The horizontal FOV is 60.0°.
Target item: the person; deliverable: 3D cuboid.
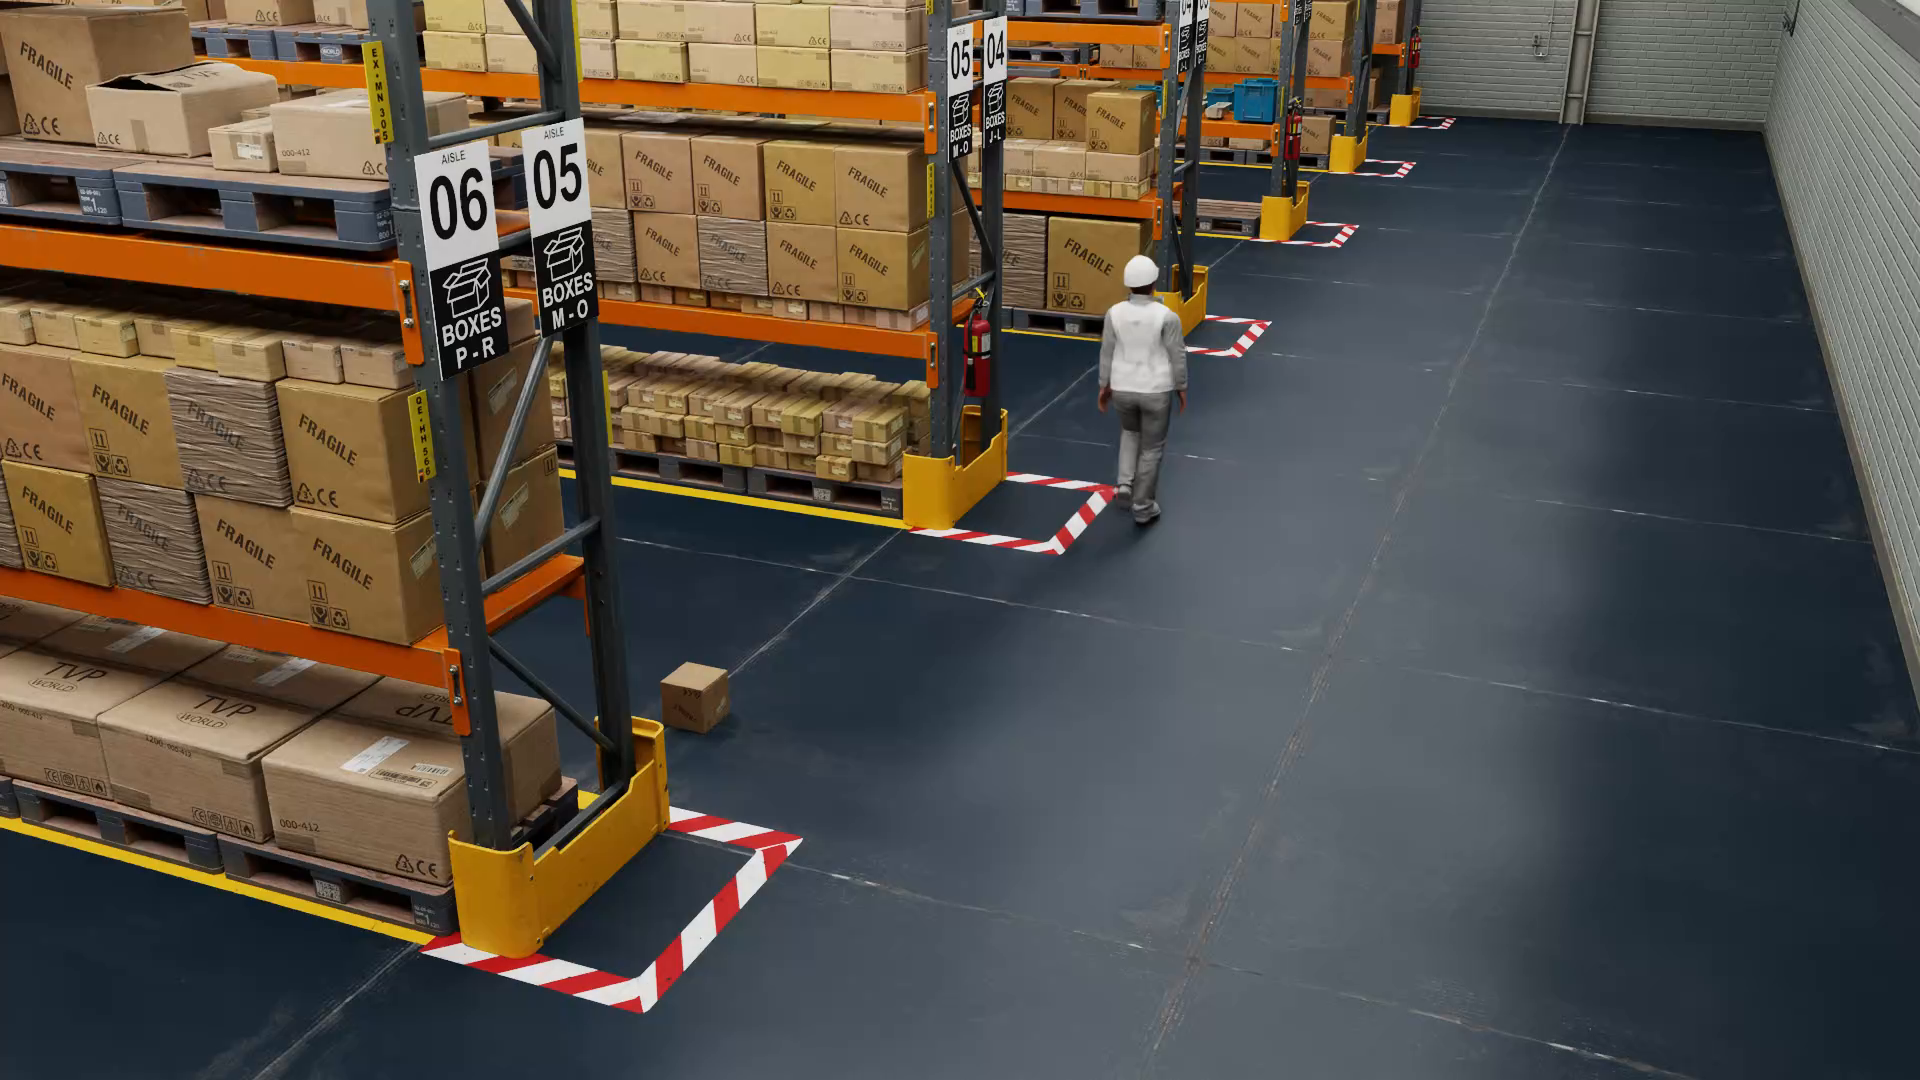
[{"bbox_3d":[1.223,-0.999,10.973,0.577,1.785,0.477,11,25,25],"label":"person"}]
